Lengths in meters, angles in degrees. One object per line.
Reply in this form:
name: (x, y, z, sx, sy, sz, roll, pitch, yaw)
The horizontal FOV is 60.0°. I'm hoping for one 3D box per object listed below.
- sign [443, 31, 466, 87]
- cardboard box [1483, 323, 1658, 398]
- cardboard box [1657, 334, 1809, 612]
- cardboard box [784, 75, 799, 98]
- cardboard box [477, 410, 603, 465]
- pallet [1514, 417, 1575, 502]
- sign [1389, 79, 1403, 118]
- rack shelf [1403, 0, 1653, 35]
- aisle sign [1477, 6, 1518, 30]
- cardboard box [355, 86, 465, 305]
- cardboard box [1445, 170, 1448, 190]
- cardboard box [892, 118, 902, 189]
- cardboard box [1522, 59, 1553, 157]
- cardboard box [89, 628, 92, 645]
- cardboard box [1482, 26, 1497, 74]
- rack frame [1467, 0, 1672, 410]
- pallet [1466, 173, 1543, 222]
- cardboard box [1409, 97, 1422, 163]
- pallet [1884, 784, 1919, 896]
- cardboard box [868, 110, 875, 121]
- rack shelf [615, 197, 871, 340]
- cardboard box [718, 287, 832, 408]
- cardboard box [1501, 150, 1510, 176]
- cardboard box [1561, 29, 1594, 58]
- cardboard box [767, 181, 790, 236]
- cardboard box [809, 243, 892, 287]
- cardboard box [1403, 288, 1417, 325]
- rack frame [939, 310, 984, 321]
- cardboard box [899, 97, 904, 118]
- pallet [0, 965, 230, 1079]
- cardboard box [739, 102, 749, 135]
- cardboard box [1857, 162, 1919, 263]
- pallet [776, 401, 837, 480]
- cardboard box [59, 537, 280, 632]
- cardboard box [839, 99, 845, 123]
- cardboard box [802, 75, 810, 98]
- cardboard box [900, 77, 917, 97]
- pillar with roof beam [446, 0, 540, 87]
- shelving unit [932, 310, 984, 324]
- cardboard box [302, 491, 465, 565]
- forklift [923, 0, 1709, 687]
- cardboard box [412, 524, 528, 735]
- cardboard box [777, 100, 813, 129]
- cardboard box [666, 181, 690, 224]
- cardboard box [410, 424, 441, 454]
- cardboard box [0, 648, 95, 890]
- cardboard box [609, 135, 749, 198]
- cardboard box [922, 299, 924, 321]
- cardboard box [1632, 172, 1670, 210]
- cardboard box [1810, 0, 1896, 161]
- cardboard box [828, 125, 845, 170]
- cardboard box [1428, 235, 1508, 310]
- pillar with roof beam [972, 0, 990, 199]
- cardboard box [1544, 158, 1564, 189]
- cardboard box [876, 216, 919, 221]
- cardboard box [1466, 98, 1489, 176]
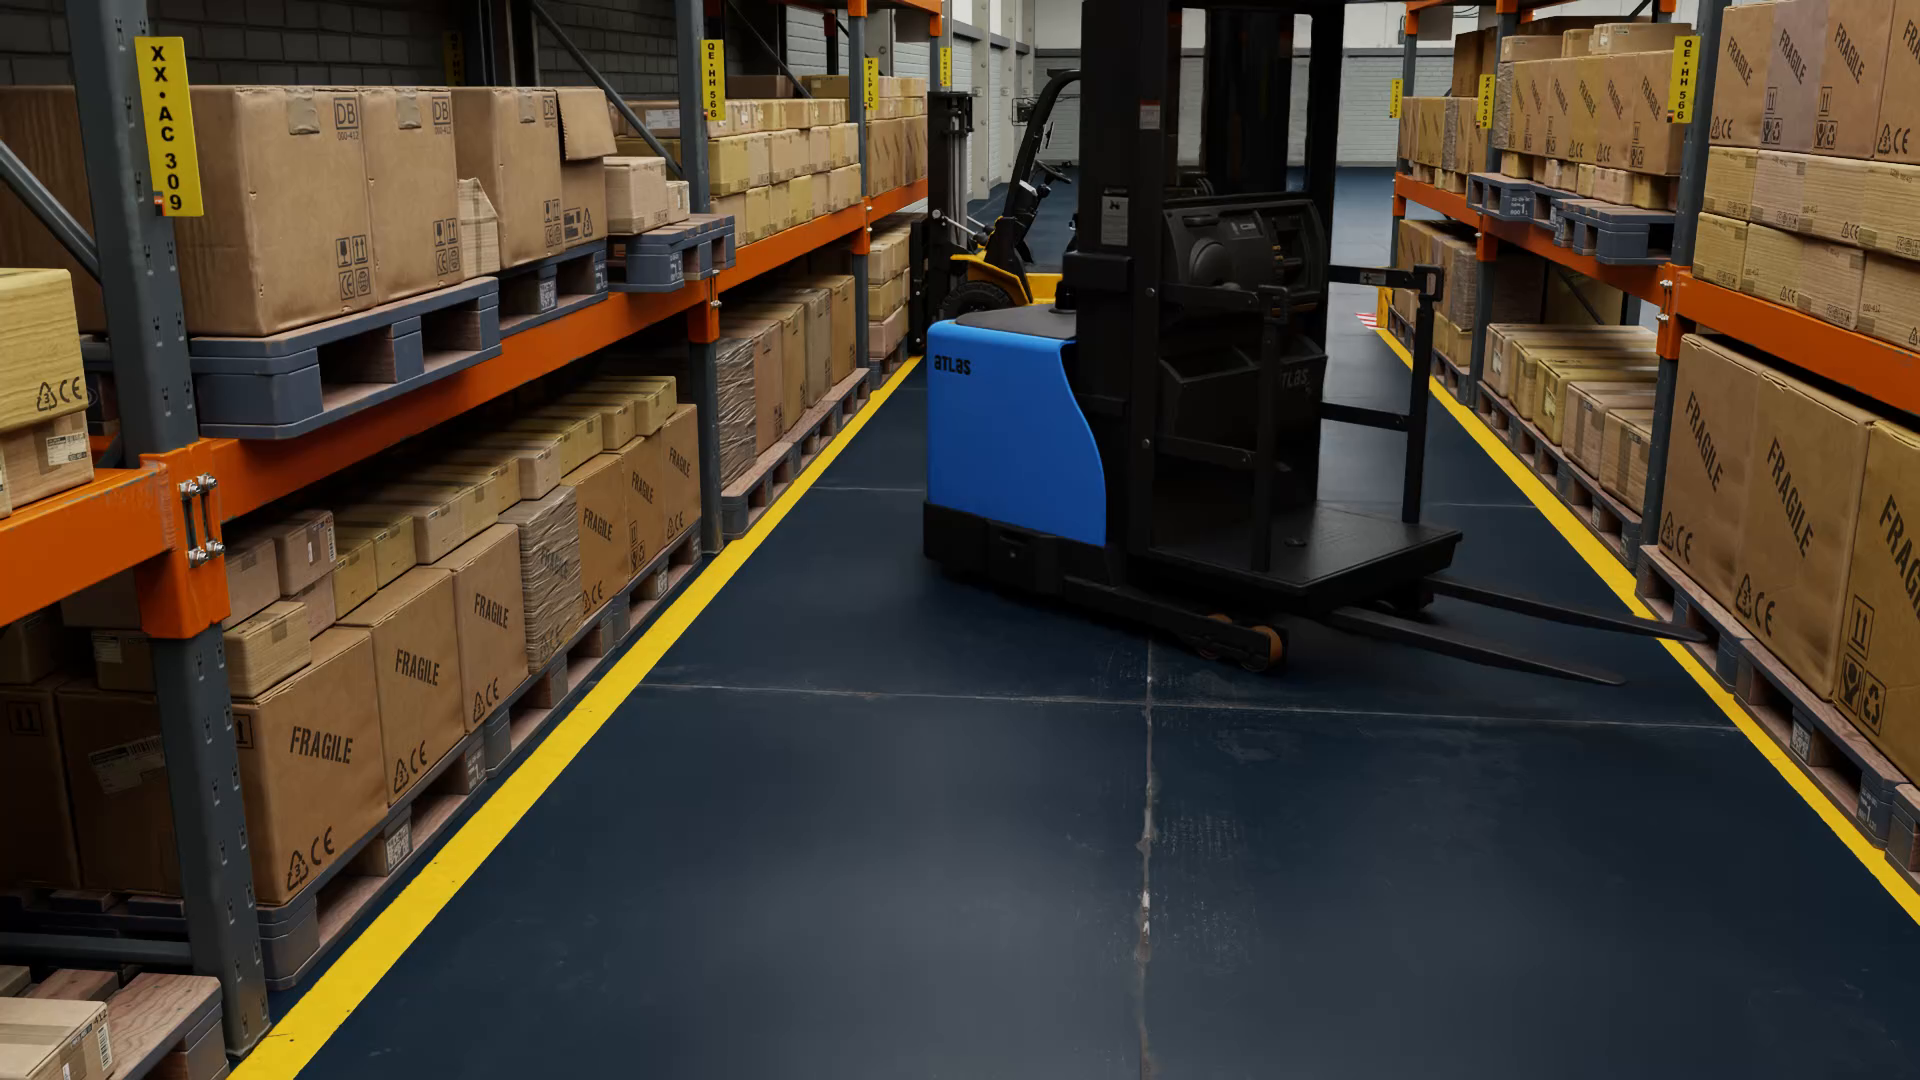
sign: (-2.121, -1.979, 7.015, 0.100, 0.325, 0.005, 2, 15, 6)
cardboard box: (3.758, -1.094, 10.193, 0.950, 0.372, 0.625, 2, 15, 7)
cardboard box: (3.203, -0.259, 6.140, 0.875, 0.875, 0.875, 2, 15, 6)
cardboard box: (-1.313, -3.102, 11.384, 0.380, 0.149, 0.250, 1, 15, 5)
cardboard box: (-1.522, -0.372, 6.033, 0.380, 0.149, 0.250, 2, 15, 8)
pallet: (3.593, -0.431, 8.852, 1.003, 0.211, 1.213, 2, 15, 6)
sign: (3.727, -3.768, 14.191, 0.100, 0.325, 0.005, 2, 15, 6)
rack shelf: (4.040, -3.916, 12.029, 1.077, 0.370, 4.000, 2, 15, 6)
aisle sign: (4.561, -4.596, 13.933, 0.394, 0.787, 0.004, 2, 15, 6)
cardboard box: (-1.686, -0.871, 4.140, 0.700, 0.500, 0.500, 2, 15, 7)
cardboard box: (3.718, -2.597, 11.999, 0.380, 0.149, 0.250, 1, 15, 5)
cardboard box: (-0.710, -2.864, 12.316, 0.500, 0.500, 0.500, 2, 15, 6)
cardboard box: (3.351, -2.320, 8.930, 0.500, 0.500, 0.500, 2, 15, 6)
cardboard box: (-2.241, 0.152, 4.096, 0.380, 0.149, 0.250, 2, 15, 6)
cardboard box: (4.211, -3.478, 12.100, 0.700, 0.500, 0.500, 2, 15, 6)
rack frame: (3.814, -2.296, 10.408, 1.000, 3.000, 0.127, 2, 15, 6)
pallet: (3.584, -2.010, 9.716, 1.003, 0.211, 1.213, 2, 15, 6)
cardboard box: (3.881, -3.277, 13.271, 0.500, 0.500, 0.500, 2, 15, 8)
pallet: (2.924, 0.922, 3.847, 1.003, 0.211, 1.213, 2, 15, 6)
cardboard box: (-0.793, -2.945, 11.373, 0.380, 0.149, 0.250, 2, 15, 8)
rack shelf: (-1.344, -1.576, 9.121, 1.077, 0.370, 4.000, 2, 15, 6)
cardboard box: (-1.261, -1.161, 9.955, 0.875, 0.625, 0.625, 2, 15, 6)
cardboard box: (3.438, -2.244, 9.890, 0.380, 0.149, 0.250, 2, 15, 7)
cardboard box: (3.390, -2.608, 8.751, 0.380, 0.149, 0.250, 3, 15, 9)
cardboard box: (-1.164, -1.704, 8.504, 0.500, 0.250, 0.500, 1, 15, 4)
cardboard box: (-0.752, -1.916, 11.548, 0.500, 0.250, 0.500, 1, 15, 5)
cardboard box: (3.835, -1.876, 13.316, 0.500, 0.250, 0.500, 2, 15, 8)
rack frame: (0.008, -0.525, 7.591, 0.200, 1.050, 0.008, 2, 15, 6)
cardboard box: (-0.626, -3.278, 12.605, 0.380, 0.149, 0.250, 1, 15, 5)
pallet: (-2.099, 1.158, 2.977, 1.003, 0.211, 1.213, 2, 15, 6)
cardboard box: (-1.208, -1.976, 7.790, 0.380, 0.149, 0.250, 2, 15, 8)
cardboard box: (2.862, -0.910, 4.609, 0.500, 0.250, 0.500, 2, 15, 7)
pallet: (-1.298, -0.586, 9.425, 1.003, 0.211, 1.213, 2, 15, 6)
cardboard box: (-1.776, 0.093, 3.741, 0.380, 0.149, 0.250, 1, 15, 5)
cardboard box: (-0.936, -2.708, 10.496, 0.380, 0.149, 0.250, 2, 15, 8)
cardboard box: (-0.865, -3.092, 11.345, 0.380, 0.149, 0.250, 2, 15, 7)
cardboard box: (-0.542, -3.551, 13.044, 0.380, 0.149, 0.250, 2, 15, 7)
pillar with roof beam: (1.960, -4.538, 7.205, 9.100, 9.000, 0.400, 2, 15, 6)
shelving unit: (-0.006, -0.493, 7.474, 0.215, 1.050, 0.252, 2, 15, 6)
cardboard box: (-1.661, -0.037, 4.795, 0.380, 0.149, 0.250, 2, 15, 6)
forklift: (1.230, -1.095, 6.097, 1.130, 2.935, 3.031, -14, 21, -42)
cardboard box: (-1.632, 0.251, 4.973, 0.500, 0.500, 0.500, 1, 15, 5)
cardboard box: (-1.004, -2.305, 9.004, 0.380, 0.149, 0.250, 1, 15, 5)
cardboard box: (-1.262, -1.304, 6.415, 0.380, 0.149, 0.250, 2, 15, 7)
cardboard box: (-2.047, -0.315, 5.823, 0.380, 0.149, 0.250, 1, 15, 5)
cardboard box: (-2.259, 0.501, 4.046, 0.500, 0.500, 0.500, 2, 15, 6)
cardboard box: (-1.252, -1.680, 7.459, 0.500, 0.250, 0.500, 2, 15, 6)
cardboard box: (-0.573, -1.830, 13.145, 0.500, 0.250, 0.500, 2, 15, 8)
cardboard box: (3.125, -1.504, 7.154, 0.380, 0.149, 0.250, 2, 15, 7)
cardboard box: (2.944, -1.406, 5.010, 0.500, 0.500, 0.500, 2, 15, 8)
cardboard box: (-0.970, -2.342, 9.906, 0.500, 0.250, 0.500, 1, 15, 5)
cardboard box: (3.727, -1.959, 12.189, 0.500, 0.500, 0.500, 3, 15, 9)
pillar with roof beam: (4.668, -10.763, 30.225, 9.100, 9.000, 0.400, 2, 15, 6)
cardboard box: (3.263, -1.907, 8.643, 0.380, 0.149, 0.250, 2, 15, 8)
cardboard box: (-0.461, -2.576, 13.989, 0.500, 0.250, 0.500, 2, 15, 7)
cardboard box: (3.617, -2.611, 10.809, 0.500, 0.500, 0.500, 1, 15, 5)
